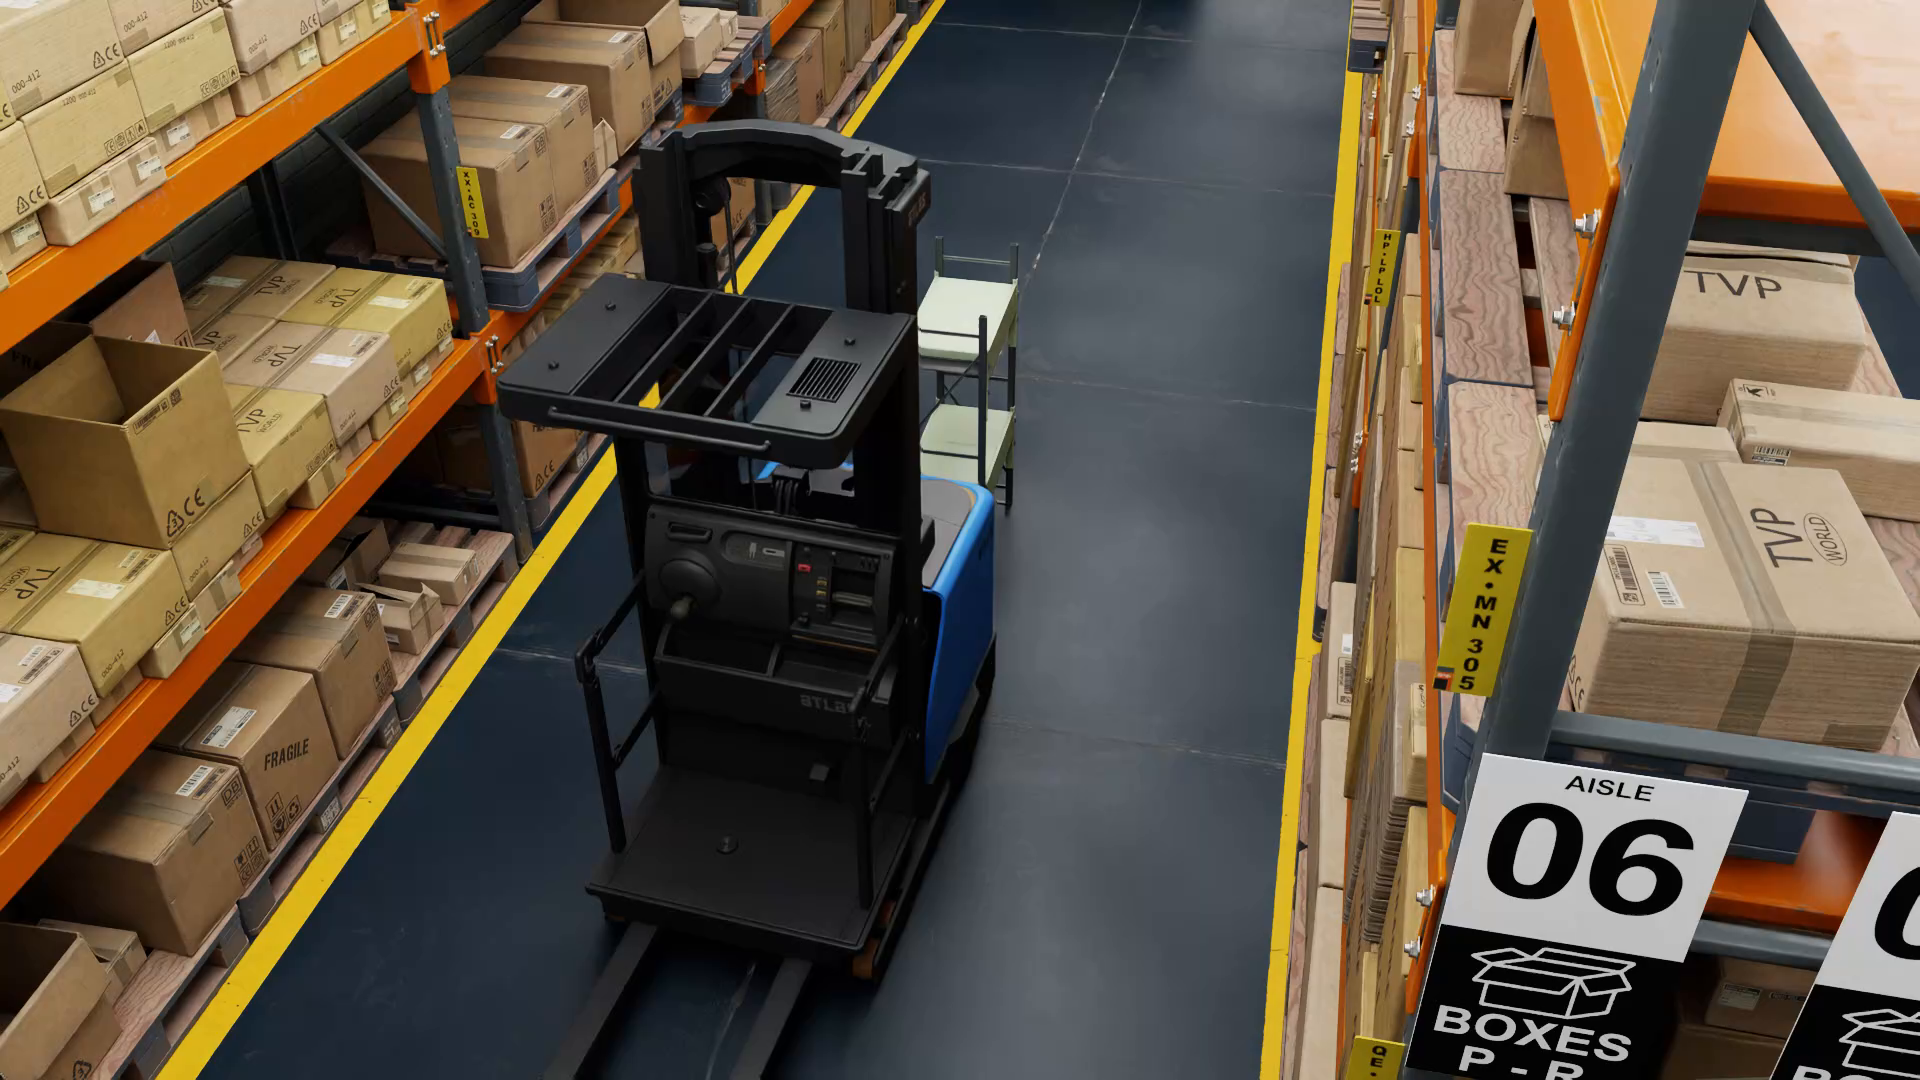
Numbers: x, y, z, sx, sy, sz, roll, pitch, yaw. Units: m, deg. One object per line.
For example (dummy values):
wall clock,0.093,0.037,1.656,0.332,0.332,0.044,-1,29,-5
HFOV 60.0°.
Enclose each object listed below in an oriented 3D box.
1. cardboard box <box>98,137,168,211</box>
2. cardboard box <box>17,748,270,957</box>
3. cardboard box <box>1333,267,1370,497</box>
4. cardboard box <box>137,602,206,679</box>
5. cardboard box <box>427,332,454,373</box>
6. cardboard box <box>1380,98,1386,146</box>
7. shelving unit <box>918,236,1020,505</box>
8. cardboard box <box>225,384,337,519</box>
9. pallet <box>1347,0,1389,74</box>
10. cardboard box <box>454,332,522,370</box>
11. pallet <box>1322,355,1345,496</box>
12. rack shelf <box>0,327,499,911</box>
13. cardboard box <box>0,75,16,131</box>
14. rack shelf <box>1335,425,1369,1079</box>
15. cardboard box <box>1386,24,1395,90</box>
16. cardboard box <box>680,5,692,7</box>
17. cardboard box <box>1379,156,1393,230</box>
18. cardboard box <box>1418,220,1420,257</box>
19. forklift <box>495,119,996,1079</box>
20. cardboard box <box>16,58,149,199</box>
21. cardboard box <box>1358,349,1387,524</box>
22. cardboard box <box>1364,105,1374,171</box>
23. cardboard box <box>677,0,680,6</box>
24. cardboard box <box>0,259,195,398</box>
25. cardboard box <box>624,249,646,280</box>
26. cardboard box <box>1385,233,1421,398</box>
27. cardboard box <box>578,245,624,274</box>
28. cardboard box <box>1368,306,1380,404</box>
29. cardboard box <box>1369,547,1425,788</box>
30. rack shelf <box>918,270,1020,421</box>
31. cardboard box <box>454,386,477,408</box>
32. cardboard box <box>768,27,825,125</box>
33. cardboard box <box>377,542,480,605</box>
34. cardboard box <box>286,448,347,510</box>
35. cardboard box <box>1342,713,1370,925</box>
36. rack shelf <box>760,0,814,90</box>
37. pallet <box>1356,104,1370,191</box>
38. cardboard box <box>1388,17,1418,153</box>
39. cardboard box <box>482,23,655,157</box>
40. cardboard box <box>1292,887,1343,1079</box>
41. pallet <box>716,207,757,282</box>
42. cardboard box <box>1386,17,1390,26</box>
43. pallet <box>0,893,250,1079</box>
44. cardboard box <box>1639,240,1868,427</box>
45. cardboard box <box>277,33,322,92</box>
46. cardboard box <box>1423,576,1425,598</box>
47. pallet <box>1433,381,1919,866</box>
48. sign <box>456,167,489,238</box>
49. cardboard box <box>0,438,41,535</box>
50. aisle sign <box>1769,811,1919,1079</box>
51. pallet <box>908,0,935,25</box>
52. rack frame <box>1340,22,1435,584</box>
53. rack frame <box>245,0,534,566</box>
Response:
cardboard box,-2.750,-1.167,5.232,0.380,0.149,0.250,8,37,11
cardboard box,-3.073,1.128,6.180,0.700,0.500,0.500,9,37,12
cardboard box,2.427,-0.758,8.462,0.875,0.875,0.875,8,37,11
cardboard box,-2.855,0.325,5.730,0.380,0.149,0.250,6,36,9
cardboard box,-2.484,-0.867,7.375,0.380,0.149,0.250,8,37,11
cardboard box,2.599,-2.250,9.197,0.500,0.250,0.500,6,36,9
shelving unit,0.001,-0.611,8.085,0.431,1.500,0.755,7,37,10
cardboard box,-2.745,-0.347,6.318,0.500,0.250,0.500,7,37,10
pallet,3.090,-3.201,10.544,1.213,0.211,1.003,7,37,10
cardboard box,-2.385,-0.905,8.178,0.380,0.149,0.250,7,36,9
pallet,2.537,-0.588,9.151,1.003,0.211,1.213,7,37,10
rack shelf,-3.089,0.254,6.226,1.077,0.370,4.000,7,37,10
cardboard box,-2.955,-1.169,4.469,0.500,0.250,0.500,7,36,9
rack shelf,1.761,0.874,5.371,1.077,0.370,4.000,7,37,10
cardboard box,2.693,-2.739,9.445,0.500,0.250,0.500,7,37,10
cardboard box,-1.962,-3.706,11.205,0.500,0.250,0.500,7,36,9
cardboard box,2.249,-1.574,7.837,0.500,0.250,0.500,8,37,11
cardboard box,1.867,-1.123,6.024,0.380,0.149,0.250,7,36,9
forklift,-0.742,0.204,5.742,1.130,2.935,3.031,10,37,13
cardboard box,-2.857,-1.270,5.035,0.500,0.250,0.500,7,36,9
cardboard box,1.832,-0.368,6.386,0.500,0.500,0.500,8,37,11
cardboard box,3.322,-2.710,11.584,0.950,0.372,0.625,7,36,9
cardboard box,-2.070,-3.412,10.229,0.500,0.500,0.500,9,37,12
cardboard box,-3.240,-0.727,6.202,0.500,0.500,0.500,6,36,9
cardboard box,-2.007,-1.479,9.777,0.500,0.500,0.500,6,36,8
cardboard box,1.849,-0.766,6.084,0.500,0.500,0.500,8,37,10
cardboard box,-2.108,-1.533,9.299,0.380,0.149,0.250,9,37,12
cardboard box,2.037,-0.792,7.184,0.500,0.250,0.500,6,36,9
cardboard box,1.396,0.392,4.487,0.500,0.500,0.500,7,37,10
rack shelf,0.001,-0.927,7.856,0.431,0.370,0.720,7,37,10
cardboard box,-2.326,-0.776,8.255,0.380,0.149,0.250,9,37,12
cardboard box,-1.529,-3.417,12.344,0.875,0.625,0.625,8,37,11
cardboard box,-2.494,0.157,7.819,0.380,0.149,0.250,6,36,9
cardboard box,-2.659,-0.266,6.546,0.380,0.149,0.250,7,36,9
cardboard box,1.400,0.797,4.779,0.500,0.500,0.500,8,37,11
rack shelf,-1.381,-4.332,12.554,1.077,0.370,4.000,7,37,10
pallet,3.473,-2.873,12.304,1.003,0.211,1.213,7,37,10
cardboard box,2.365,-2.181,8.036,0.500,0.500,0.500,8,37,11
cardboard box,-2.062,-2.390,8.819,0.700,0.500,0.500,7,37,10
cardboard box,1.564,1.680,5.471,0.875,0.438,0.875,8,37,11
pallet,-2.004,-1.924,10.996,1.003,0.211,1.213,7,37,10
cardboard box,2.869,-3.305,10.381,0.380,0.149,0.250,8,37,11
pallet,-3.331,1.738,5.942,1.003,0.211,1.213,7,37,10
cardboard box,1.702,-0.511,3.746,0.500,0.311,0.500,8,37,11
cardboard box,-2.572,-1.760,6.051,0.380,0.149,0.250,8,37,12
cardboard box,1.433,0.052,4.402,0.380,0.149,0.250,8,37,11
pallet,1.482,0.124,3.312,1.003,0.211,1.213,7,37,10
sign,-2.130,-1.471,7.255,0.100,0.325,0.005,7,37,10
cardboard box,-3.344,-0.126,6.012,0.500,0.250,0.500,7,37,10
aisle sign,1.601,0.755,2.708,0.394,0.787,0.004,7,37,10
pallet,-0.743,-5.092,15.365,1.003,0.211,1.213,7,37,10
rack frame,2.188,-0.564,6.742,1.000,3.000,0.127,7,37,10
rack frame,-2.662,-1.184,7.597,1.000,3.000,0.127,7,37,10
